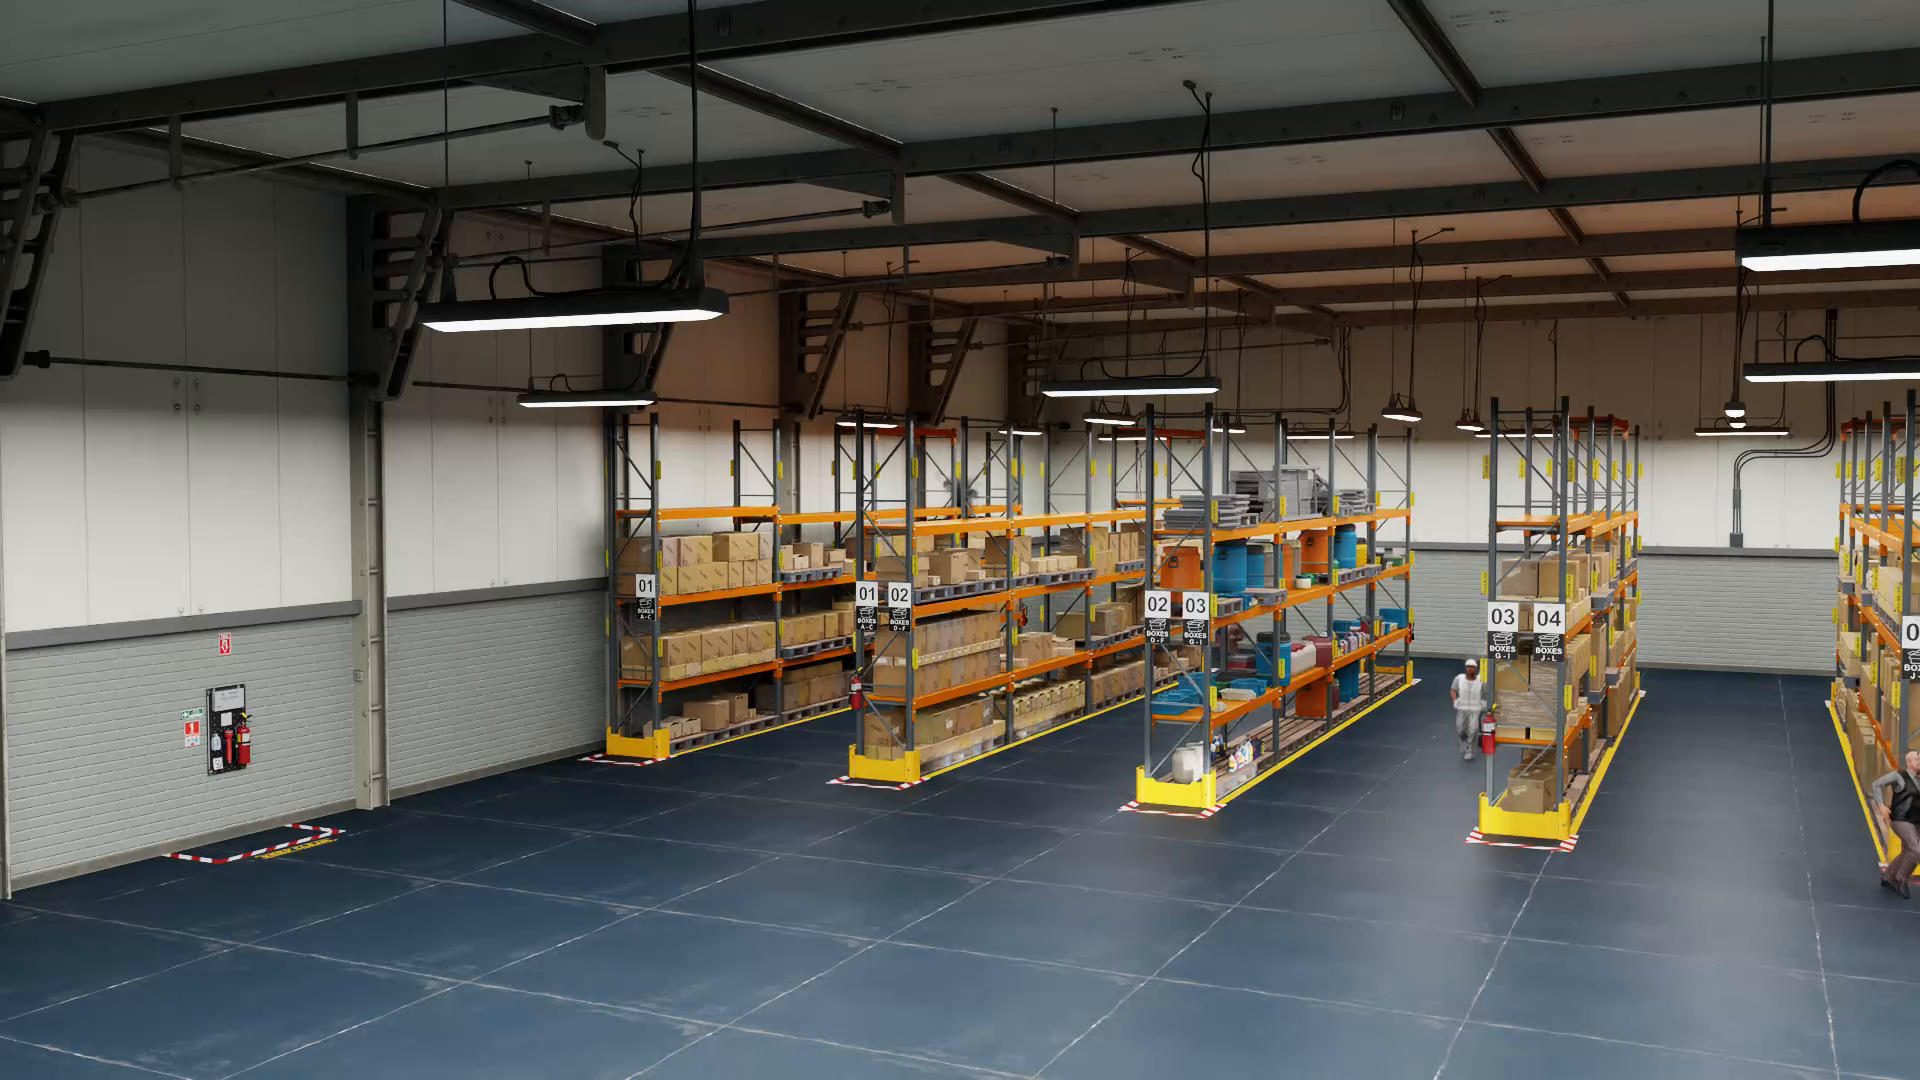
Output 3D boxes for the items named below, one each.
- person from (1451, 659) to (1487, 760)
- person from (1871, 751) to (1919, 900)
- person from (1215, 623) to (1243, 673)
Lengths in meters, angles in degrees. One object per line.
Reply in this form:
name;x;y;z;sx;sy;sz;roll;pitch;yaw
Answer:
person;8.782;2.925;28.650;0.661;1.735;0.538;1;3;21
person;11.136;3.330;19.510;0.647;1.701;0.690;-1;2;-16
person;6.046;2.548;37.519;0.685;1.837;0.777;1;3;20
